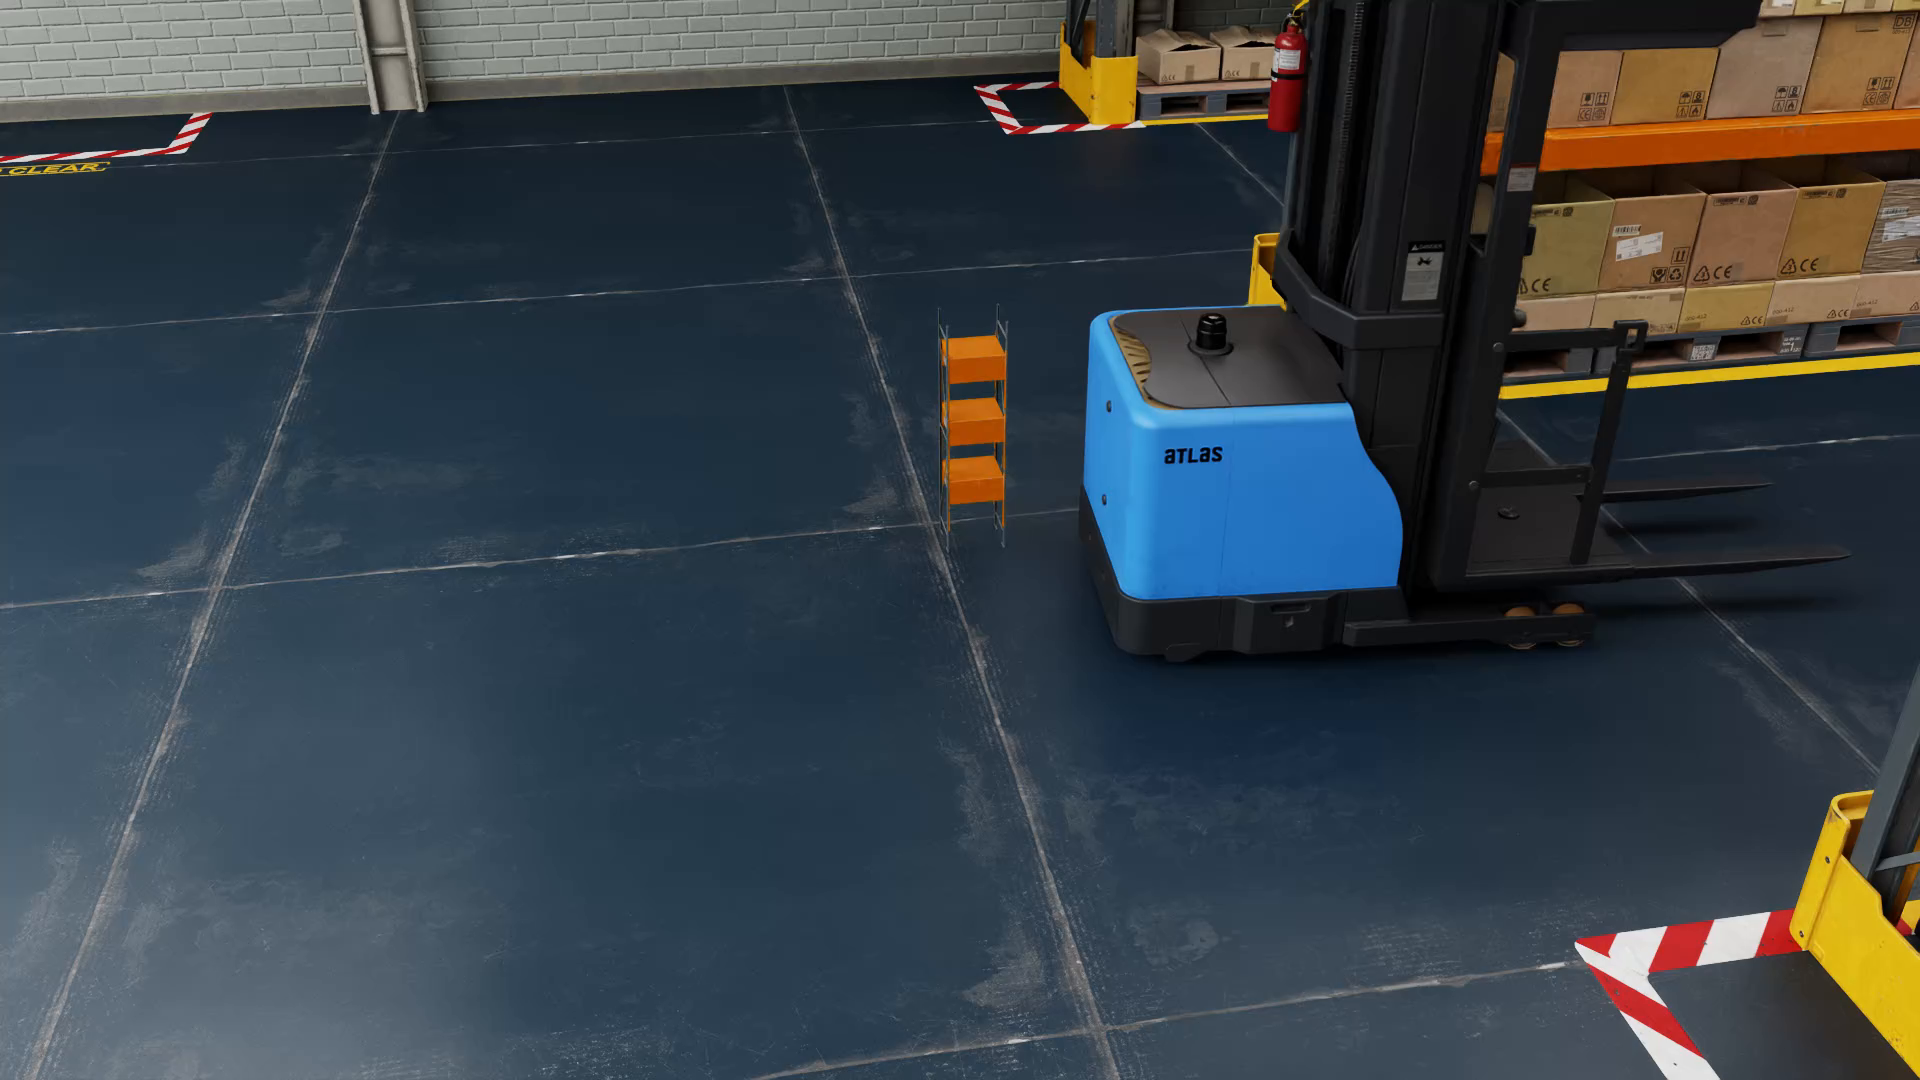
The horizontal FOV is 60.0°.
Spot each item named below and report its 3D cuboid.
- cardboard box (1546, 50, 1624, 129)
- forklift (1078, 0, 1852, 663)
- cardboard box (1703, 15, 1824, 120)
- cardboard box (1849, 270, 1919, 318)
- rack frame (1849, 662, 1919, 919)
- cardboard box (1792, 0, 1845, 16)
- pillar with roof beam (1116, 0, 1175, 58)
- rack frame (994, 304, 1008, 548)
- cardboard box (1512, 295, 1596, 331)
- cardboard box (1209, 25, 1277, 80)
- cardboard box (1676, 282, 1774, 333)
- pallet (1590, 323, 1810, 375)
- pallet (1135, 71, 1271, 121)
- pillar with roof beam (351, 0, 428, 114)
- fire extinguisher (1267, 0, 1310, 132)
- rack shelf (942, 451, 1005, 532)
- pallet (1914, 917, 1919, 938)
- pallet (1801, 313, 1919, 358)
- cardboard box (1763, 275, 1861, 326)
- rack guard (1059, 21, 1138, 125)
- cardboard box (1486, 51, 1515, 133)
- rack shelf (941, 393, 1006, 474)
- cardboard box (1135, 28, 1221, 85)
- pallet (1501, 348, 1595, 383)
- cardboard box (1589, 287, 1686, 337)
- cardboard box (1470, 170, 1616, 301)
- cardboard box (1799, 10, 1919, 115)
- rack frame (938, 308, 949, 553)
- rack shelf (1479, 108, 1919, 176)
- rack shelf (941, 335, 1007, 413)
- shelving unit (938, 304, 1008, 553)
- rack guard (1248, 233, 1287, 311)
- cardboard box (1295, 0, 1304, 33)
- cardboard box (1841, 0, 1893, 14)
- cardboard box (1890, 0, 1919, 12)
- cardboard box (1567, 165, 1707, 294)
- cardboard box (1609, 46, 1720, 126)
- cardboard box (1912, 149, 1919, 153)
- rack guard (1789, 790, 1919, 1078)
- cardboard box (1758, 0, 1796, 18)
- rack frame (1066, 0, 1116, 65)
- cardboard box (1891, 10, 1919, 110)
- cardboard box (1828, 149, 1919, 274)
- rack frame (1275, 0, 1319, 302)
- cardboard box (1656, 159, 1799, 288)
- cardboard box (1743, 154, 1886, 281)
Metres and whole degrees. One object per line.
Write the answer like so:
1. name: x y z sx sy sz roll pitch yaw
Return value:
1. cardboard box: 2.868 -2.389 8.254 0.500 0.500 0.700 -5 31 -8
2. forklift: 2.060 -1.099 6.228 3.031 2.935 1.130 -3 31 -5
3. cardboard box: 3.874 -2.481 8.411 0.500 0.500 0.700 -4 31 -7
4. cardboard box: 4.915 -1.428 9.017 0.500 0.250 0.500 -5 31 -9
5. rack frame: 2.779 0.211 3.932 0.127 3.000 1.000 -5 31 -9
6. cardboard box: 4.086 -2.674 8.100 0.250 0.149 0.380 -4 31 -7
7. pillar with roof beam: 2.303 -5.663 8.003 0.400 9.000 9.100 -5 31 -9
8. rack frame: 0.173 -0.469 7.011 0.008 1.050 0.200 -5 31 -9
9. cardboard box: 2.949 -1.240 8.698 0.500 0.250 0.500 -5 31 -9
10. cardboard box: 2.252 -3.829 13.022 0.500 0.311 0.500 -3 31 -5
11. cardboard box: 3.934 -1.329 8.849 0.500 0.250 0.500 -5 31 -9
12. pallet: 3.833 -1.257 9.180 1.213 0.211 1.003 -5 31 -9
13. pallet: 1.875 -3.590 13.147 1.213 0.211 1.003 -5 31 -9
14. pillar with roof beam: -3.599 -5.115 7.072 0.400 9.000 9.100 -5 31 -9
15. fire extinguisher: 1.691 -2.446 8.528 0.183 0.674 0.296 -5 31 -9
16. rack shelf: 0.053 -0.209 7.138 0.240 0.259 0.215 -5 31 -9
17. pallet: 3.645 1.311 4.812 1.213 0.211 1.003 -5 31 -9
18. pallet: 5.035 -1.370 9.372 1.213 0.211 1.003 -5 31 -9
19. cardboard box: 4.426 -1.375 8.927 0.500 0.250 0.500 -5 31 -9
20. rack guard: 1.069 -3.658 12.978 0.348 0.500 1.175 -5 31 -9
21. cardboard box: 2.352 -2.338 8.169 0.500 0.500 0.700 -5 31 -9
22. rack shelf: 0.053 -0.448 6.998 0.240 0.259 0.215 -5 31 -9
23. cardboard box: 1.691 -3.777 12.933 0.500 0.311 0.500 -9 32 -15
24. pallet: 2.635 -1.148 8.993 1.213 0.211 1.003 -5 31 -9
25. cardboard box: 3.441 -1.286 8.776 0.500 0.250 0.500 -5 31 -9
26. cardboard box: 2.950 -1.563 8.507 0.500 0.500 0.500 -5 31 -9
27. cardboard box: 4.378 -2.528 8.492 0.500 0.500 0.700 -5 31 -8
28. rack frame: -0.067 -0.446 6.973 0.008 1.050 0.200 -5 31 -9
29. rack shelf: 3.858 -2.131 8.625 4.000 0.370 1.077 -5 31 -9
30. rack shelf: 0.053 -0.693 6.854 0.240 0.259 0.215 -5 31 -9
31. shelving unit: 0.053 -0.457 6.992 0.252 1.050 0.215 -5 31 -9
32. rack guard: 1.867 -1.179 8.762 0.348 0.500 1.175 -5 31 -9
33. cardboard box: 2.983 -3.953 13.045 0.500 0.500 0.700 -7 31 -12
34. cardboard box: 4.347 -2.700 8.144 0.250 0.149 0.380 -4 31 -7
35. cardboard box: 4.595 -2.723 8.183 0.250 0.149 0.380 -5 31 -9
36. cardboard box: 3.439 -1.615 8.595 0.500 0.500 0.500 -5 31 -9
37. cardboard box: 3.357 -2.431 8.326 0.500 0.500 0.700 -5 31 -9
38. cardboard box: 5.313 -2.057 9.347 0.500 0.500 0.500 -5 31 -9
39. rack guard: 2.845 1.258 4.617 0.348 0.500 1.175 -5 31 -9
40. cardboard box: 3.828 -2.650 8.059 0.250 0.149 0.380 -5 31 -8
41. rack frame: 0.995 -4.728 12.332 0.127 3.000 1.000 -5 31 -9
42. cardboard box: 4.872 -2.572 8.566 0.500 0.500 0.700 -6 31 -9
43. cardboard box: 4.914 -1.752 8.829 0.500 0.500 0.500 -5 31 -9
44. rack frame: 1.891 -2.259 8.132 0.127 3.000 1.000 -5 31 -9
45. cardboard box: 3.934 -1.652 8.658 0.500 0.500 0.500 -5 31 -9
46. cardboard box: 4.423 -1.704 8.748 0.500 0.500 0.500 -5 31 -9
